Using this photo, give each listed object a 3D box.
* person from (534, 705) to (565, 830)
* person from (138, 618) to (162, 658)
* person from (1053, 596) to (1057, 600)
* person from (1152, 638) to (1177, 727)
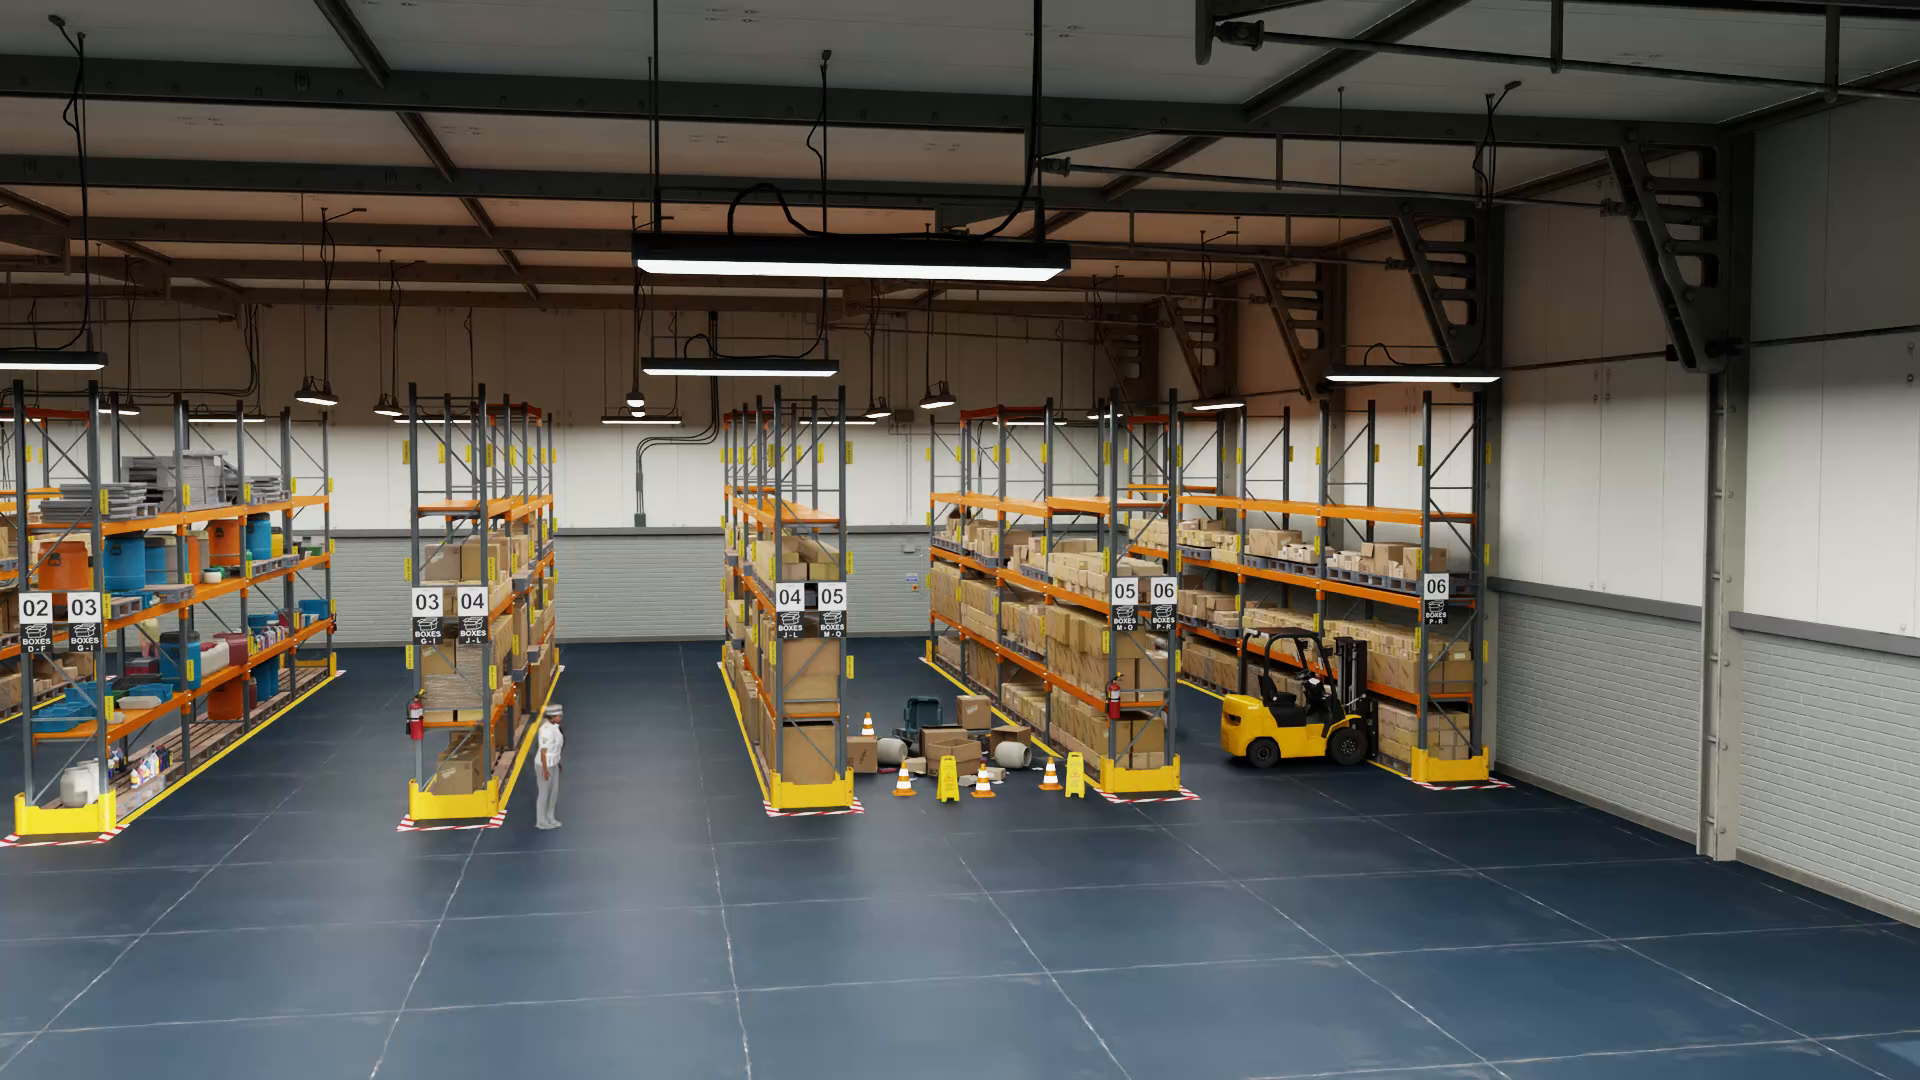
[{"bbox_3d":[-5.513,3.045,22.350,0.401,1.671,0.470,0,3,7],"label":"person"},{"bbox_3d":[-17.966,2.289,36.949,0.522,1.652,0.525,-1,3,-25],"label":"person"},{"bbox_3d":[2.055,1.849,40.072,0.599,1.662,0.998,0,3,5],"label":"person"},{"bbox_3d":[3.715,2.663,30.745,0.581,1.686,0.806,-1,3,-12],"label":"person"}]
